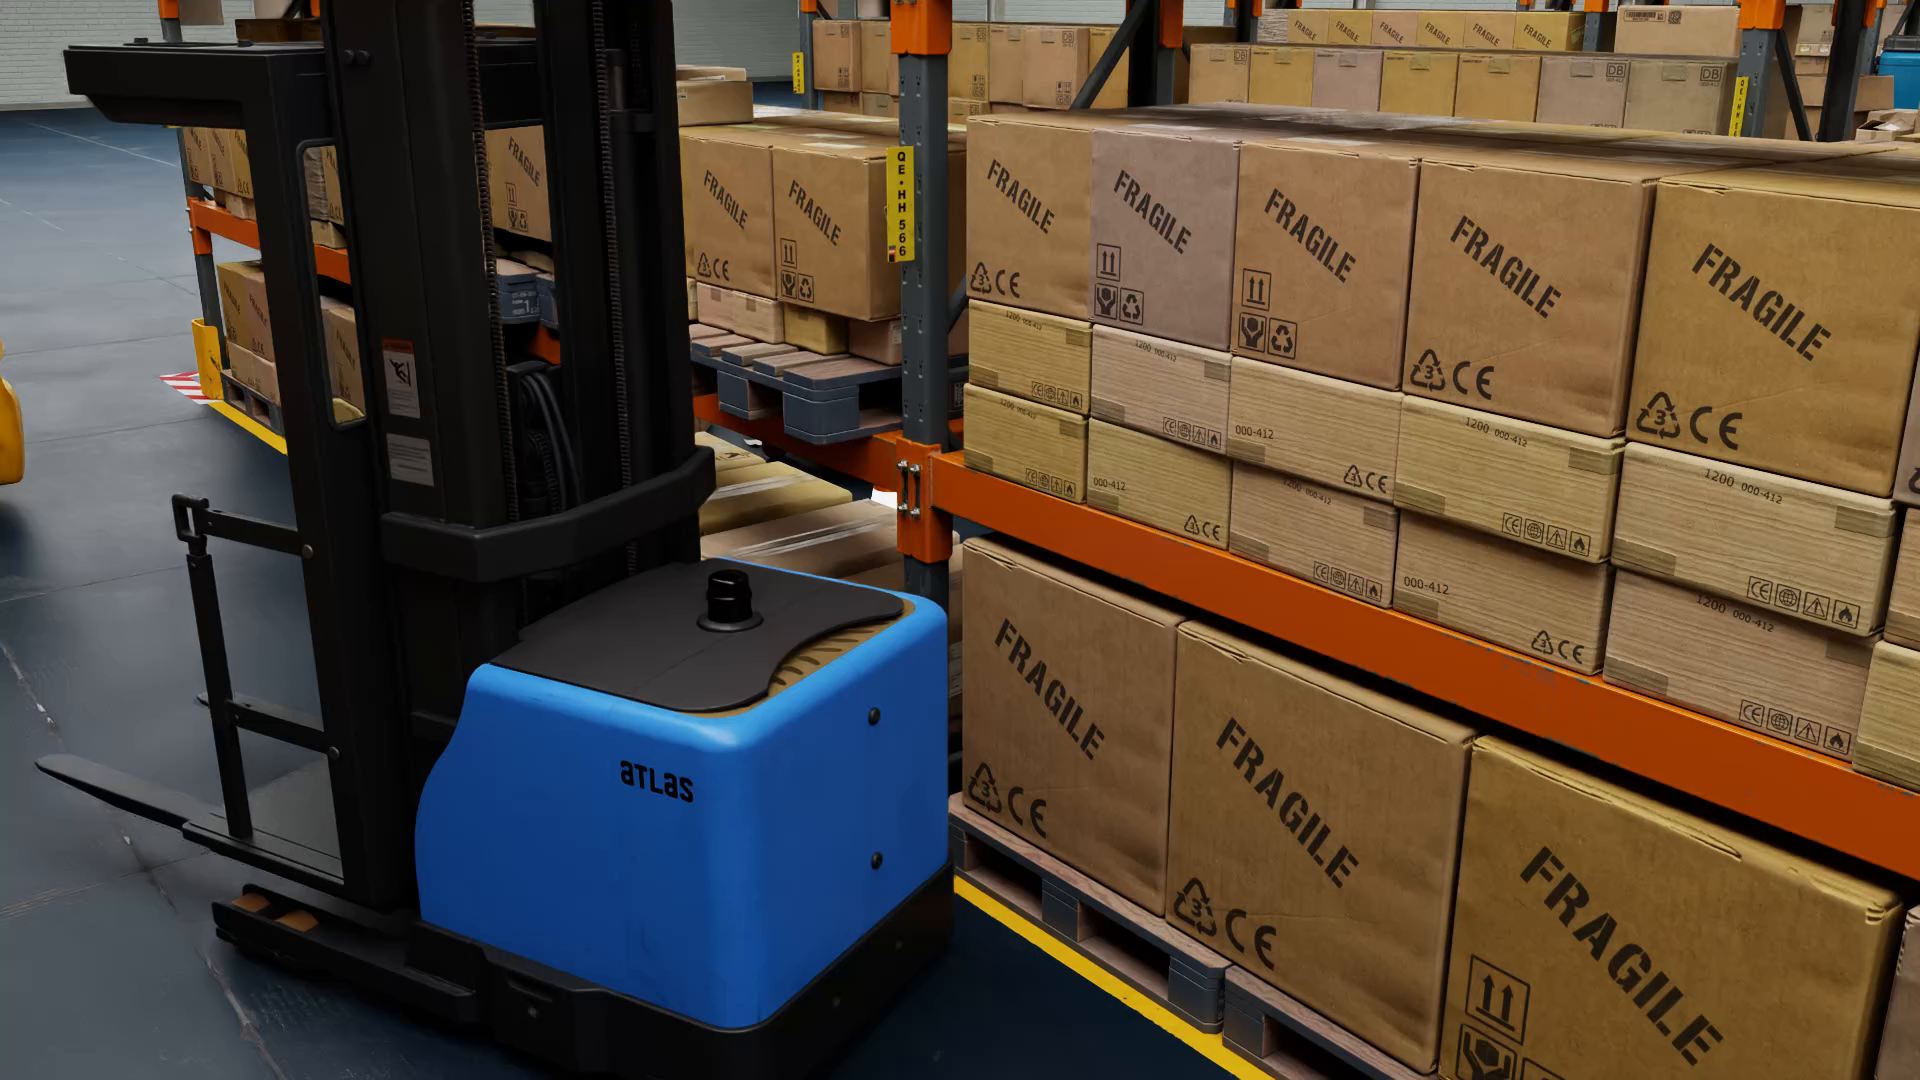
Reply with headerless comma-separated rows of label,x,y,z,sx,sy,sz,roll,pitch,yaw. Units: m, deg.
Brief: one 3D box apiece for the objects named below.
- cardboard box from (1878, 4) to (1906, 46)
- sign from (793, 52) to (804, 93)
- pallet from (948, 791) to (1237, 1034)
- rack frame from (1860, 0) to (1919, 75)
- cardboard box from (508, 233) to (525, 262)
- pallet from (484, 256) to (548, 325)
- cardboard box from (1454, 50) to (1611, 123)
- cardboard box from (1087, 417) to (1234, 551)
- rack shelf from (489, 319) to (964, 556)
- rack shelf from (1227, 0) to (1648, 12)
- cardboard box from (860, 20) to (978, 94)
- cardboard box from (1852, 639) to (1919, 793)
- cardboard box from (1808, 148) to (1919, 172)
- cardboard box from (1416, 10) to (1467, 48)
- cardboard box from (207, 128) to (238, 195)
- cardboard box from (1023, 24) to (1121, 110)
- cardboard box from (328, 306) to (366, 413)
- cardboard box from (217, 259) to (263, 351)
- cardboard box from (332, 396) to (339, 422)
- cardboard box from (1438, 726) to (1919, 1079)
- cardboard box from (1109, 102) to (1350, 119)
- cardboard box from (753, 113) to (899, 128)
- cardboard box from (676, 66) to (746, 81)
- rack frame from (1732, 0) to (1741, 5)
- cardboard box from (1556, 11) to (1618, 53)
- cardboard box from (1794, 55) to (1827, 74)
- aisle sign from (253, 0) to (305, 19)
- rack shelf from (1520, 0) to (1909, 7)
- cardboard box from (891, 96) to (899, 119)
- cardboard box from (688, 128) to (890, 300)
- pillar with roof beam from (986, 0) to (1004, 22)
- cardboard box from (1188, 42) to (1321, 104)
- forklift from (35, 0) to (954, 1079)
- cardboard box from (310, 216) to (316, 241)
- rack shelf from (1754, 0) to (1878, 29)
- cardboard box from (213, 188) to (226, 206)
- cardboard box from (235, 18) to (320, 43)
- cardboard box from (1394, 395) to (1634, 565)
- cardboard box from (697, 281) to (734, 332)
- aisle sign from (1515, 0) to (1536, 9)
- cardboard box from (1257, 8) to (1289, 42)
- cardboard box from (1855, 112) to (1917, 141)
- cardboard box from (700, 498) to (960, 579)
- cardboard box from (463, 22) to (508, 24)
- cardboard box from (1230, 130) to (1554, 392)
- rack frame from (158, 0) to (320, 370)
cardboard box,12.089,-6.558,21.173,0.700,0.500,0.500,-14,23,-36
sign,-1.337,-3.867,13.767,0.100,0.325,0.005,-14,23,-36
pallet,0.682,0.969,5.099,1.003,0.211,1.213,-14,23,-36
rack frame,9.419,-4.450,17.029,1.000,3.000,0.127,-14,23,-36
cardboard box,-1.753,-1.313,7.288,0.380,0.149,0.250,-12,22,-33
pallet,-1.872,-1.241,7.644,1.003,0.211,1.213,-14,23,-36
cardboard box,3.163,-2.439,9.208,0.700,0.500,0.500,-14,23,-37
cardboard box,0.691,-0.199,4.431,0.500,0.250,0.500,-15,23,-38
rack shelf,-0.990,-0.715,6.893,1.077,0.370,4.000,-14,23,-36
rack shelf,4.294,-5.058,15.239,1.077,0.370,4.000,-14,23,-36
cardboard box,-0.284,-3.893,13.391,0.875,0.550,0.550,-14,23,-36
cardboard box,1.943,0.306,2.904,0.500,0.250,0.500,-14,23,-37
cardboard box,2.040,-0.508,3.376,0.500,0.500,0.500,-15,23,-37
cardboard box,4.420,-4.450,14.807,0.500,0.500,0.500,-14,23,-36
cardboard box,-4.315,-2.425,10.283,0.500,0.500,0.500,-13,22,-34
cardboard box,0.951,-3.334,11.704,0.875,0.550,0.550,-14,23,-36
cardboard box,-3.127,-1.017,9.176,0.500,0.500,0.500,-13,23,-35
cardboard box,-4.416,-1.526,10.713,0.500,0.500,0.500,-15,23,-38
cardboard box,-3.461,-0.792,9.688,0.500,0.250,0.500,-14,23,-35
cardboard box,1.720,0.873,3.665,0.875,0.875,0.875,-13,22,-35
cardboard box,0.777,-1.009,4.888,0.500,0.500,0.500,-15,23,-38
cardboard box,-0.511,-1.364,6.410,0.500,0.500,0.500,-14,23,-35
cardboard box,-1.142,-1.945,7.132,0.380,0.149,0.250,-15,24,-38
rack frame,10.820,-6.401,22.922,1.000,3.000,0.127,-14,23,-36
cardboard box,5.456,-4.307,14.375,0.500,0.500,0.500,-14,23,-36
cardboard box,11.430,-6.203,22.164,0.700,0.500,0.500,-13,22,-35
aisle sign,-4.527,-3.841,11.054,0.394,0.787,0.004,-14,23,-36
rack shelf,8.177,-6.025,18.159,1.077,0.370,4.000,-14,23,-36
cardboard box,-0.024,-3.220,13.078,0.875,0.550,0.550,-14,23,-36
cardboard box,-0.578,-1.134,5.716,0.500,0.500,0.500,-14,23,-37
pillar with roof beam,-2.462,-15.287,40.213,9.100,9.000,0.400,-14,23,-36
cardboard box,1.898,-2.941,10.722,0.700,0.500,0.500,-14,23,-37
forklift,-1.554,-0.309,4.632,3.031,2.935,1.130,10,21,28
cardboard box,-3.440,-1.768,9.330,0.380,0.149,0.250,-14,23,-37
rack shelf,5.311,-2.144,6.438,1.077,0.370,4.000,-14,23,-36
cardboard box,-4.667,-2.291,10.910,0.380,0.149,0.250,-14,23,-36
cardboard box,-4.227,-3.115,10.774,0.700,0.500,0.500,-15,23,-37
cardboard box,1.297,-0.176,3.566,0.500,0.250,0.500,-13,23,-35
cardboard box,-0.701,-0.847,5.881,0.380,0.149,0.250,-15,24,-39
aisle sign,6.661,-6.630,19.478,0.394,0.787,0.004,-14,23,-36
cardboard box,3.181,-4.943,16.297,0.500,0.500,0.500,-14,23,-36
cardboard box,6.773,-2.991,12.170,0.396,0.266,0.258,-15,23,-38
cardboard box,-0.556,0.163,6.610,0.950,0.372,0.625,-15,23,-37
cardboard box,-2.926,-2.622,9.287,0.700,0.500,0.500,-15,23,-37
cardboard box,0.991,-0.665,3.850,0.500,0.500,0.500,-13,22,-35
rack frame,-4.716,-2.535,11.245,1.000,3.000,0.127,-14,23,-36
